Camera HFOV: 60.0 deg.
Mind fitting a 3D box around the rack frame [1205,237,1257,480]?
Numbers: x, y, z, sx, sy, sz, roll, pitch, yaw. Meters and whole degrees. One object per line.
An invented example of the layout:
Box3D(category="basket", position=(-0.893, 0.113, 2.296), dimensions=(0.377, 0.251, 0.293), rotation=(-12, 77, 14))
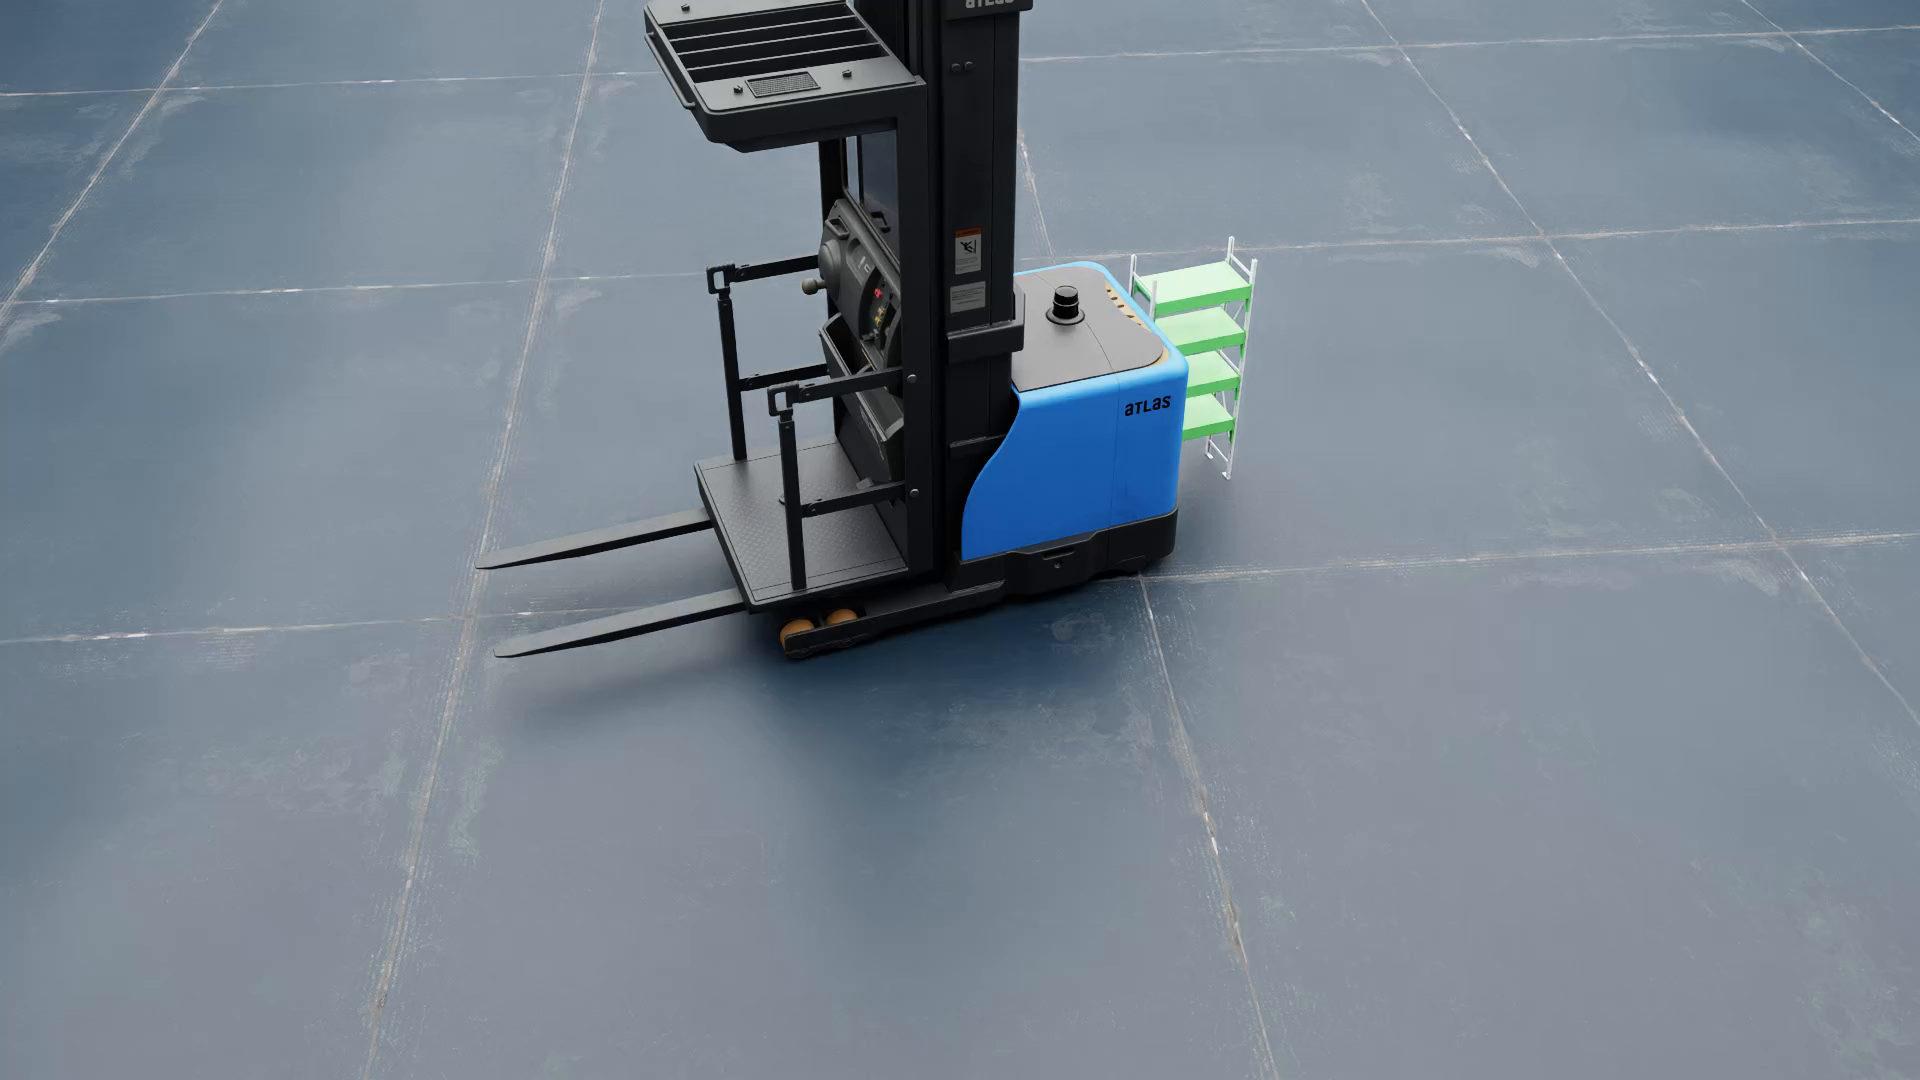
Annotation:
Box3D(category="rack frame", position=(1.272, -0.836, 7.841), dimensions=(0.015, 1.200, 0.240), rotation=(-13, 40, -16))

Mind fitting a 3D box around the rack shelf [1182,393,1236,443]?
Box3D(category="rack shelf", position=(1.043, -0.545, 7.963), dimensions=(0.480, 0.148, 0.258), rotation=(-13, 40, -16))

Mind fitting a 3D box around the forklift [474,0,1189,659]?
Box3D(category="forklift", position=(-0.592, -1.016, 6.671), dimensions=(3.031, 2.935, 1.130), rotation=(-13, 40, -16))

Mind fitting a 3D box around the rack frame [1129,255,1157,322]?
Box3D(category="rack frame", position=(0.814, -0.732, 7.709), dimensions=(0.015, 1.200, 0.240), rotation=(-13, 40, -16))

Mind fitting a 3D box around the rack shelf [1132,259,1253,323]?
Box3D(category="rack shelf", position=(1.043, -1.111, 7.517), dimensions=(0.480, 0.148, 0.258), rotation=(-13, 40, -16))

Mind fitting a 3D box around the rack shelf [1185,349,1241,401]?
Box3D(category="rack shelf", position=(1.043, -0.734, 7.814), dimensions=(0.480, 0.148, 0.258), rotation=(-13, 40, -16))

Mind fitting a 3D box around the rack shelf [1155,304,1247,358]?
Box3D(category="rack shelf", position=(1.043, -0.922, 7.666), dimensions=(0.480, 0.148, 0.258), rotation=(-13, 40, -16))

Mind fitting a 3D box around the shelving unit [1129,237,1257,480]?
Box3D(category="shelving unit", position=(1.043, -0.784, 7.775), dimensions=(0.503, 1.200, 0.258), rotation=(-13, 40, -16))
